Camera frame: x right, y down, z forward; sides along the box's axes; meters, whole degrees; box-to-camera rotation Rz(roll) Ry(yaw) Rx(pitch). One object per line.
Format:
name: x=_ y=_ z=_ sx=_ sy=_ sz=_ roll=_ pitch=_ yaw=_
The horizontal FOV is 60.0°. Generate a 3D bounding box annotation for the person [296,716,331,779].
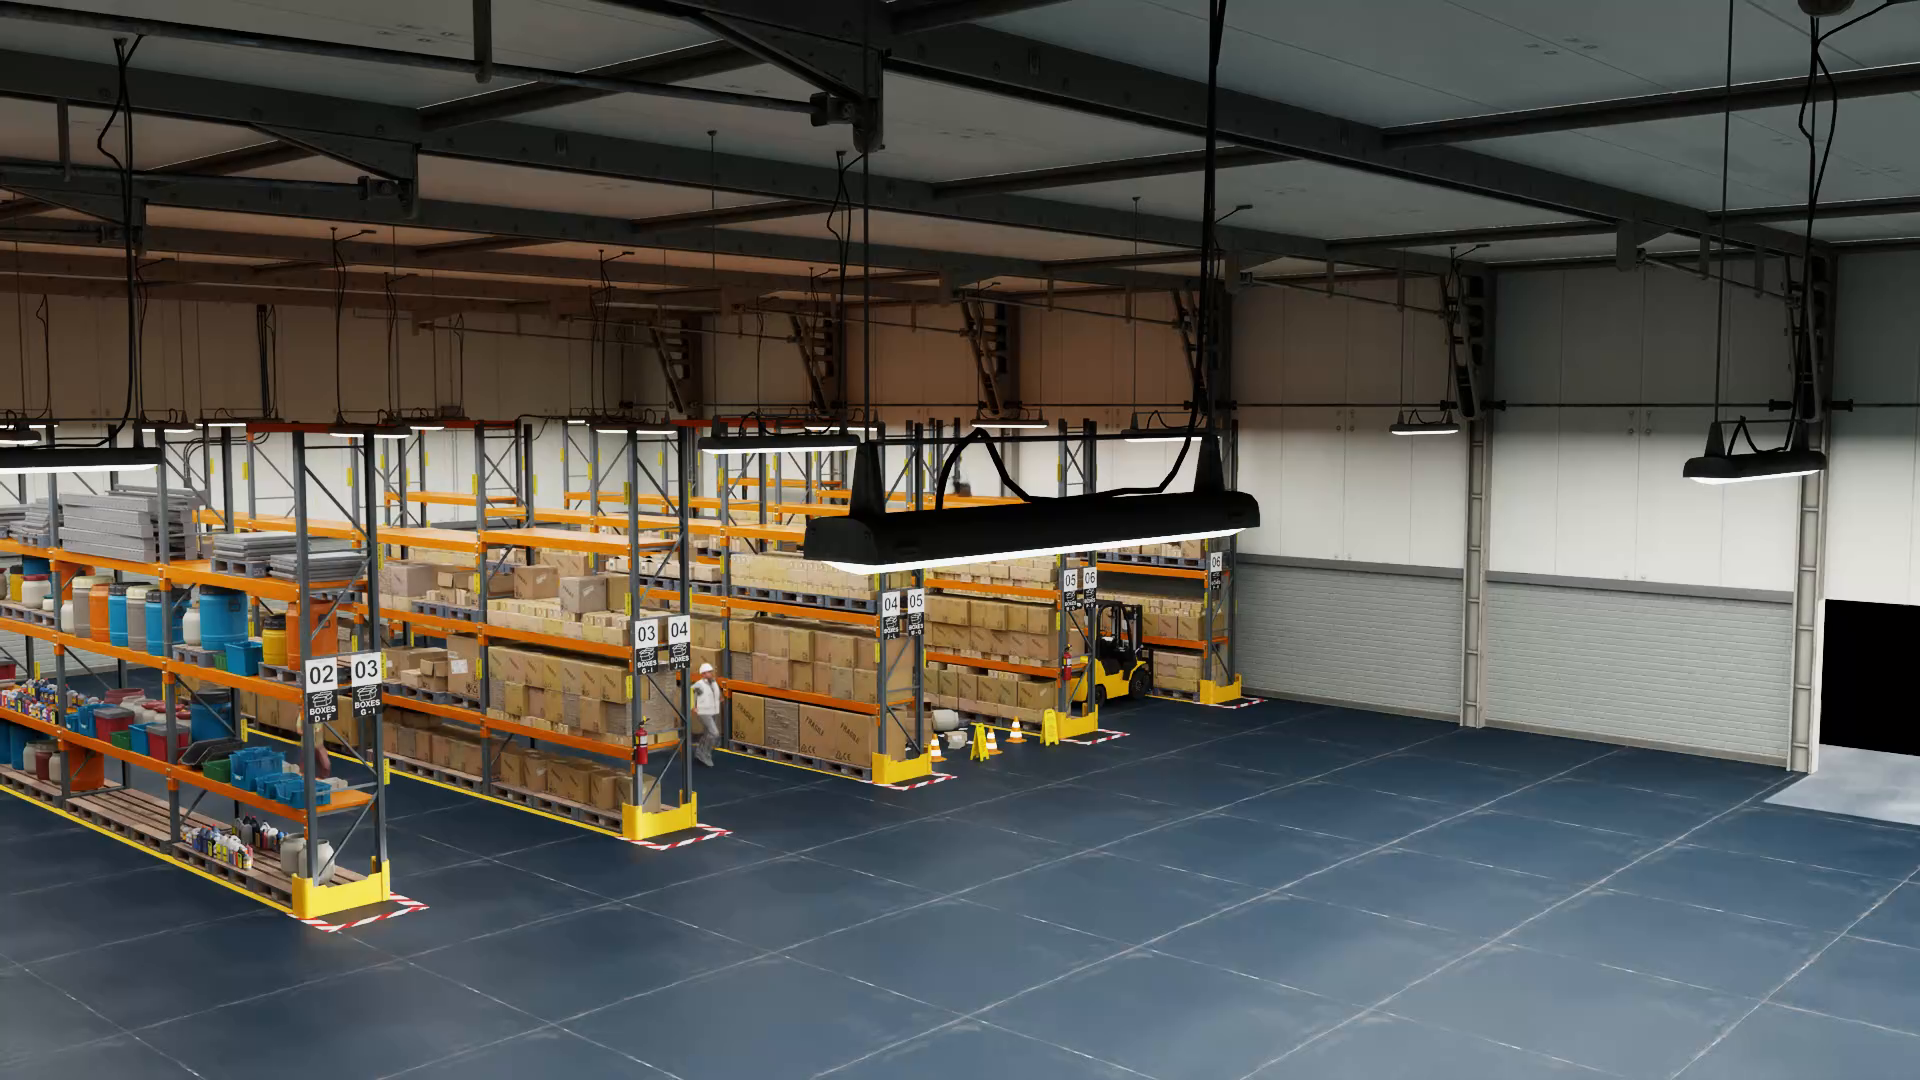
person: x=-10.351 y=3.329 z=26.465 sx=0.758 sy=1.731 sz=0.591 roll=3 pitch=5 yaw=30

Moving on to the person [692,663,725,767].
person: x=-4.418 y=3.071 z=29.172 sx=0.730 sy=1.814 sz=0.628 roll=3 pitch=5 yaw=31
